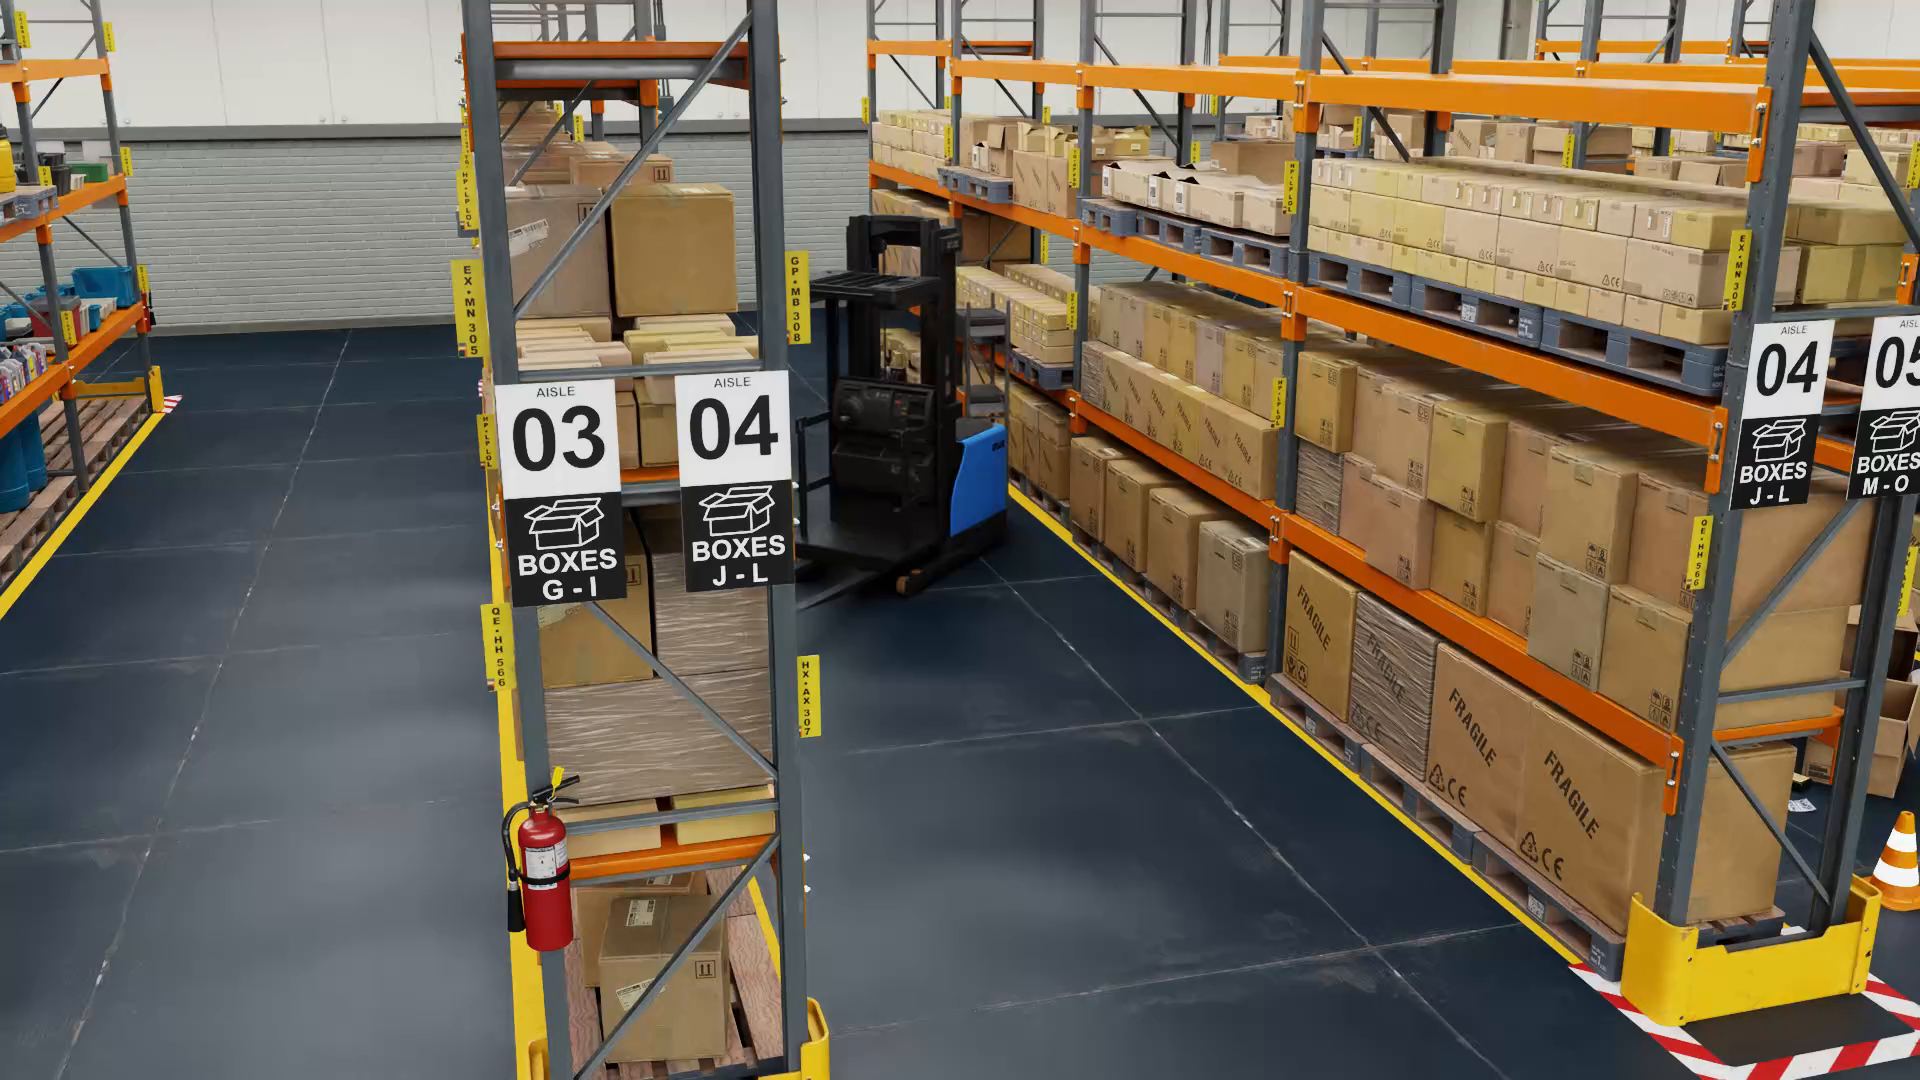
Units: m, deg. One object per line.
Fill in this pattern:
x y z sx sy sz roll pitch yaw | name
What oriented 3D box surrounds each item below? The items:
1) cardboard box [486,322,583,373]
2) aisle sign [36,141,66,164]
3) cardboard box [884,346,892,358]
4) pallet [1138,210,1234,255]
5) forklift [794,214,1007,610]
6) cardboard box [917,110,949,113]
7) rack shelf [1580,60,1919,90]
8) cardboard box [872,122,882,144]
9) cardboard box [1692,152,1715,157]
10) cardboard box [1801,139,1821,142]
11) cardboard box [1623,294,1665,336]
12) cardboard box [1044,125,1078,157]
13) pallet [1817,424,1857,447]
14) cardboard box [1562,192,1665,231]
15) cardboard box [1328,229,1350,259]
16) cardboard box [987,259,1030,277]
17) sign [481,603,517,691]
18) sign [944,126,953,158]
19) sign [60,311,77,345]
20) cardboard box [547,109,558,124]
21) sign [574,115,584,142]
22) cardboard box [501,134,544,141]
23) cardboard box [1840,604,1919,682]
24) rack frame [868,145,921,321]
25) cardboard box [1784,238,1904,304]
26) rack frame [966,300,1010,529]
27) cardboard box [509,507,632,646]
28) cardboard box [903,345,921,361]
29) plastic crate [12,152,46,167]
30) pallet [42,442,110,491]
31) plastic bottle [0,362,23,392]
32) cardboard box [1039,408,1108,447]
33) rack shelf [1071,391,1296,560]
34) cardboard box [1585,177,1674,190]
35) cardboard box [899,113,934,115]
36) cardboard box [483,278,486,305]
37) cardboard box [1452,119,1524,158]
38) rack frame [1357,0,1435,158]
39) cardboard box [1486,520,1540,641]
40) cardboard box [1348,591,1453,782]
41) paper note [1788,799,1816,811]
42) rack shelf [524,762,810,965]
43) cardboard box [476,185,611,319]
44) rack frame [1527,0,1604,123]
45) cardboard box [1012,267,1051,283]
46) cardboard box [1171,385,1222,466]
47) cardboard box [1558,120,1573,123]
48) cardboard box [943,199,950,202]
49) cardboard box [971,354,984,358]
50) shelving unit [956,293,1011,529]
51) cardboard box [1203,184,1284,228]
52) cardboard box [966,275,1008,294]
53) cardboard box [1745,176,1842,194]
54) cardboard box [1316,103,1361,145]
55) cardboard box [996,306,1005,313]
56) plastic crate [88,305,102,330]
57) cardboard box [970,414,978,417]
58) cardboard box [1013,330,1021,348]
-1.706 -0.775 6.672 0.380 0.149 0.250 -5 17 -15 | cardboard box
-10.563 -4.227 19.291 0.394 0.787 0.004 -5 17 -15 | aisle sign
-0.781 -2.474 21.683 0.380 0.149 0.250 -5 17 -16 | cardboard box
2.038 -2.392 12.814 1.003 0.211 1.213 -4 17 -13 | pallet
-0.738 -1.097 13.511 1.130 2.935 3.031 9 19 28 | forklift
-0.331 -5.394 21.178 0.380 0.149 0.250 -4 17 -14 | cardboard box
6.781 -3.732 13.679 1.077 0.370 4.000 -5 17 -15 | rack shelf
-0.826 -5.201 21.230 0.500 0.250 0.500 -4 17 -14 | cardboard box
9.521 -4.840 21.074 0.380 0.149 0.250 -5 17 -16 | cardboard box
9.947 -4.546 19.190 0.380 0.149 0.250 -4 17 -14 | cardboard box
3.212 -1.016 7.439 0.380 0.149 0.250 -5 17 -15 | cardboard box
0.983 -3.612 15.043 0.396 0.266 0.258 -5 17 -15 | cardboard box
7.260 -0.972 13.309 1.003 0.211 1.213 -5 17 -15 | pallet
3.069 -1.541 7.800 0.380 0.149 0.250 -4 17 -14 | cardboard box
2.445 -1.788 10.010 0.380 0.149 0.250 -5 17 -15 | cardboard box
0.506 -2.982 18.975 0.500 0.500 0.500 -5 17 -16 | cardboard box
-1.638 0.381 5.908 0.100 0.325 0.005 -5 17 -15 | sign
-0.119 -4.274 17.854 0.100 0.325 0.005 -5 17 -15 | sign
-8.629 -2.055 16.097 0.100 0.325 0.005 -5 17 -15 | sign
-4.820 -4.521 18.497 0.700 0.500 0.500 -4 17 -13 | cardboard box
-3.877 -4.151 16.898 0.100 0.325 0.005 -5 17 -15 | sign
-3.856 -3.245 14.422 0.500 0.500 0.500 -4 17 -12 | cardboard box
6.317 0.759 11.554 0.500 0.500 0.500 7 18 23 | cardboard box
-0.699 -3.741 22.193 1.000 3.000 0.127 -5 17 -15 | rack frame
3.812 -1.226 7.444 0.500 0.250 0.500 -5 17 -15 | cardboard box
0.247 -1.098 14.956 0.400 2.100 0.015 -4 17 -14 | rack frame
-1.630 0.109 6.947 0.500 0.500 0.500 -5 17 -15 | cardboard box
-0.501 -2.328 20.679 0.380 0.149 0.250 -4 17 -14 | cardboard box
-10.102 -3.948 17.776 0.504 0.338 0.767 -5 17 -15 | plastic crate
-9.398 -0.744 17.062 1.003 0.211 1.213 -5 17 -15 | pallet
-8.464 -1.459 14.809 0.152 0.276 0.135 -5 17 -15 | plastic bottle
1.059 -1.060 15.579 0.500 0.250 0.500 -5 17 -17 | cardboard box
2.049 -0.631 13.088 1.077 0.370 4.000 -5 17 -15 | rack shelf
3.494 -1.803 8.672 0.380 0.149 0.250 -4 17 -14 | cardboard box
-0.533 -5.146 20.354 0.380 0.149 0.250 -4 17 -14 | cardboard box
-2.321 -1.278 9.039 0.500 0.250 0.500 -5 18 -17 | cardboard box
5.468 -4.098 17.263 0.500 0.500 0.500 -5 17 -15 | cardboard box
5.132 -5.927 19.043 1.000 3.000 0.127 -5 17 -15 | rack frame
3.347 0.198 8.817 0.875 0.550 0.550 -5 17 -15 | cardboard box
2.956 0.823 9.962 0.875 0.875 0.875 -5 17 -15 | cardboard box
4.911 1.551 9.740 0.144 0.017 0.142 1 17 4 | paper note
-1.648 0.840 8.193 1.077 0.370 4.000 -5 17 -15 | rack shelf
-1.768 -1.227 7.048 0.500 0.500 0.500 -5 17 -15 | cardboard box
8.804 -7.427 24.036 1.000 3.000 0.127 -5 17 -15 | rack frame
0.773 -2.831 17.835 0.380 0.149 0.250 -5 17 -17 | cardboard box
1.921 -0.873 12.470 0.500 0.500 0.500 -5 17 -15 | cardboard box
8.806 -6.016 23.426 0.500 0.250 0.500 -5 17 -16 | cardboard box
0.105 -3.874 20.207 0.500 0.500 0.500 -5 18 -17 | cardboard box
0.284 -2.161 20.125 0.380 0.149 0.250 -4 17 -14 | cardboard box
0.185 -1.165 15.182 0.431 2.100 0.503 -4 17 -14 | shelving unit
2.048 -2.360 11.738 0.500 0.250 0.500 -5 17 -16 | cardboard box
0.283 -2.638 17.194 0.380 0.149 0.250 -5 17 -16 | cardboard box
6.757 -2.839 13.506 0.500 0.250 0.500 -4 17 -15 | cardboard box
4.730 -5.160 20.618 0.797 0.503 0.637 -3 17 -11 | cardboard box
0.569 -2.209 16.282 0.380 0.149 0.250 -4 17 -14 | cardboard box
-9.447 -2.386 17.869 0.416 0.233 0.300 -5 17 -15 | plastic crate
0.348 -1.414 18.059 0.500 0.500 0.500 -4 17 -13 | cardboard box
0.719 -1.919 15.832 0.380 0.149 0.250 -5 17 -16 | cardboard box
